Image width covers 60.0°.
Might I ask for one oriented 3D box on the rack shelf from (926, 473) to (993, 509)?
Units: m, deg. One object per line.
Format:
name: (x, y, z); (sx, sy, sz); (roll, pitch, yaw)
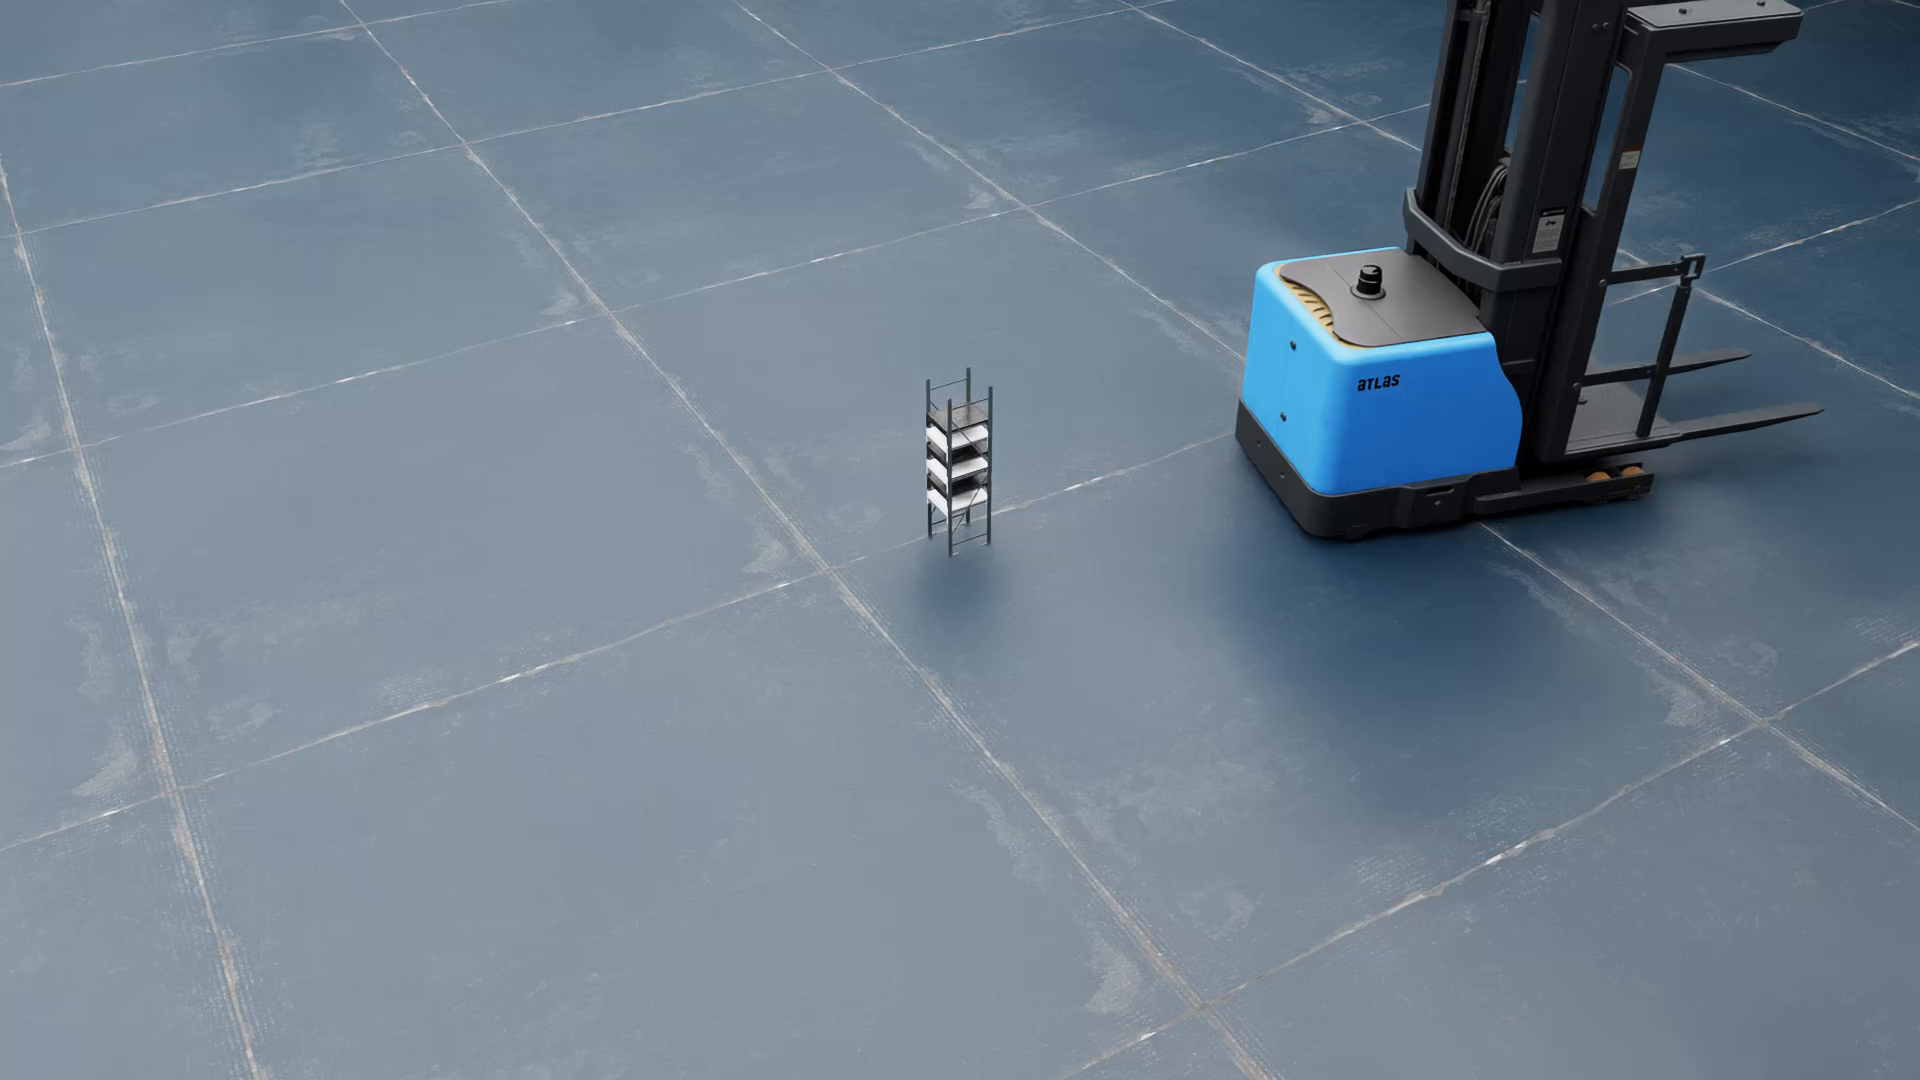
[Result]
rack shelf: (-0.004, -0.268, 8.063); (0.258, 0.077, 0.200); (-19, 40, -24)

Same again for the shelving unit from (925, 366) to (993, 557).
shelving unit: (-0.004, -0.368, 7.990); (0.258, 0.900, 0.210); (-19, 40, -24)

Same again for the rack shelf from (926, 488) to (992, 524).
rack shelf: (-0.004, -0.195, 8.116); (0.258, 0.077, 0.200); (-19, 40, -24)

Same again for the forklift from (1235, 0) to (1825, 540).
forklift: (3.044, -1.656, 8.032); (3.031, 2.935, 1.130); (-9, 37, -12)

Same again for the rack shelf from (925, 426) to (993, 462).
rack shelf: (-0.004, -0.486, 7.904); (0.258, 0.077, 0.200); (-19, 40, -24)

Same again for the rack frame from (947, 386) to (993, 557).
rack frame: (0.047, -0.316, 7.919); (0.240, 0.900, 0.006); (-19, 40, -24)

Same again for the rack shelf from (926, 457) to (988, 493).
rack shelf: (-0.004, -0.341, 8.010); (0.258, 0.077, 0.200); (-19, 40, -24)

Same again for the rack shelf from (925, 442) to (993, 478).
rack shelf: (-0.004, -0.413, 7.957); (0.258, 0.077, 0.200); (-19, 40, -24)

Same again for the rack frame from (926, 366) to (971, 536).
rack frame: (-0.055, -0.419, 8.061); (0.240, 0.900, 0.006); (-19, 40, -24)

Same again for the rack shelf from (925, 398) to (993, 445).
rack shelf: (-0.004, -0.559, 7.851); (0.258, 0.077, 0.200); (-19, 40, -24)
